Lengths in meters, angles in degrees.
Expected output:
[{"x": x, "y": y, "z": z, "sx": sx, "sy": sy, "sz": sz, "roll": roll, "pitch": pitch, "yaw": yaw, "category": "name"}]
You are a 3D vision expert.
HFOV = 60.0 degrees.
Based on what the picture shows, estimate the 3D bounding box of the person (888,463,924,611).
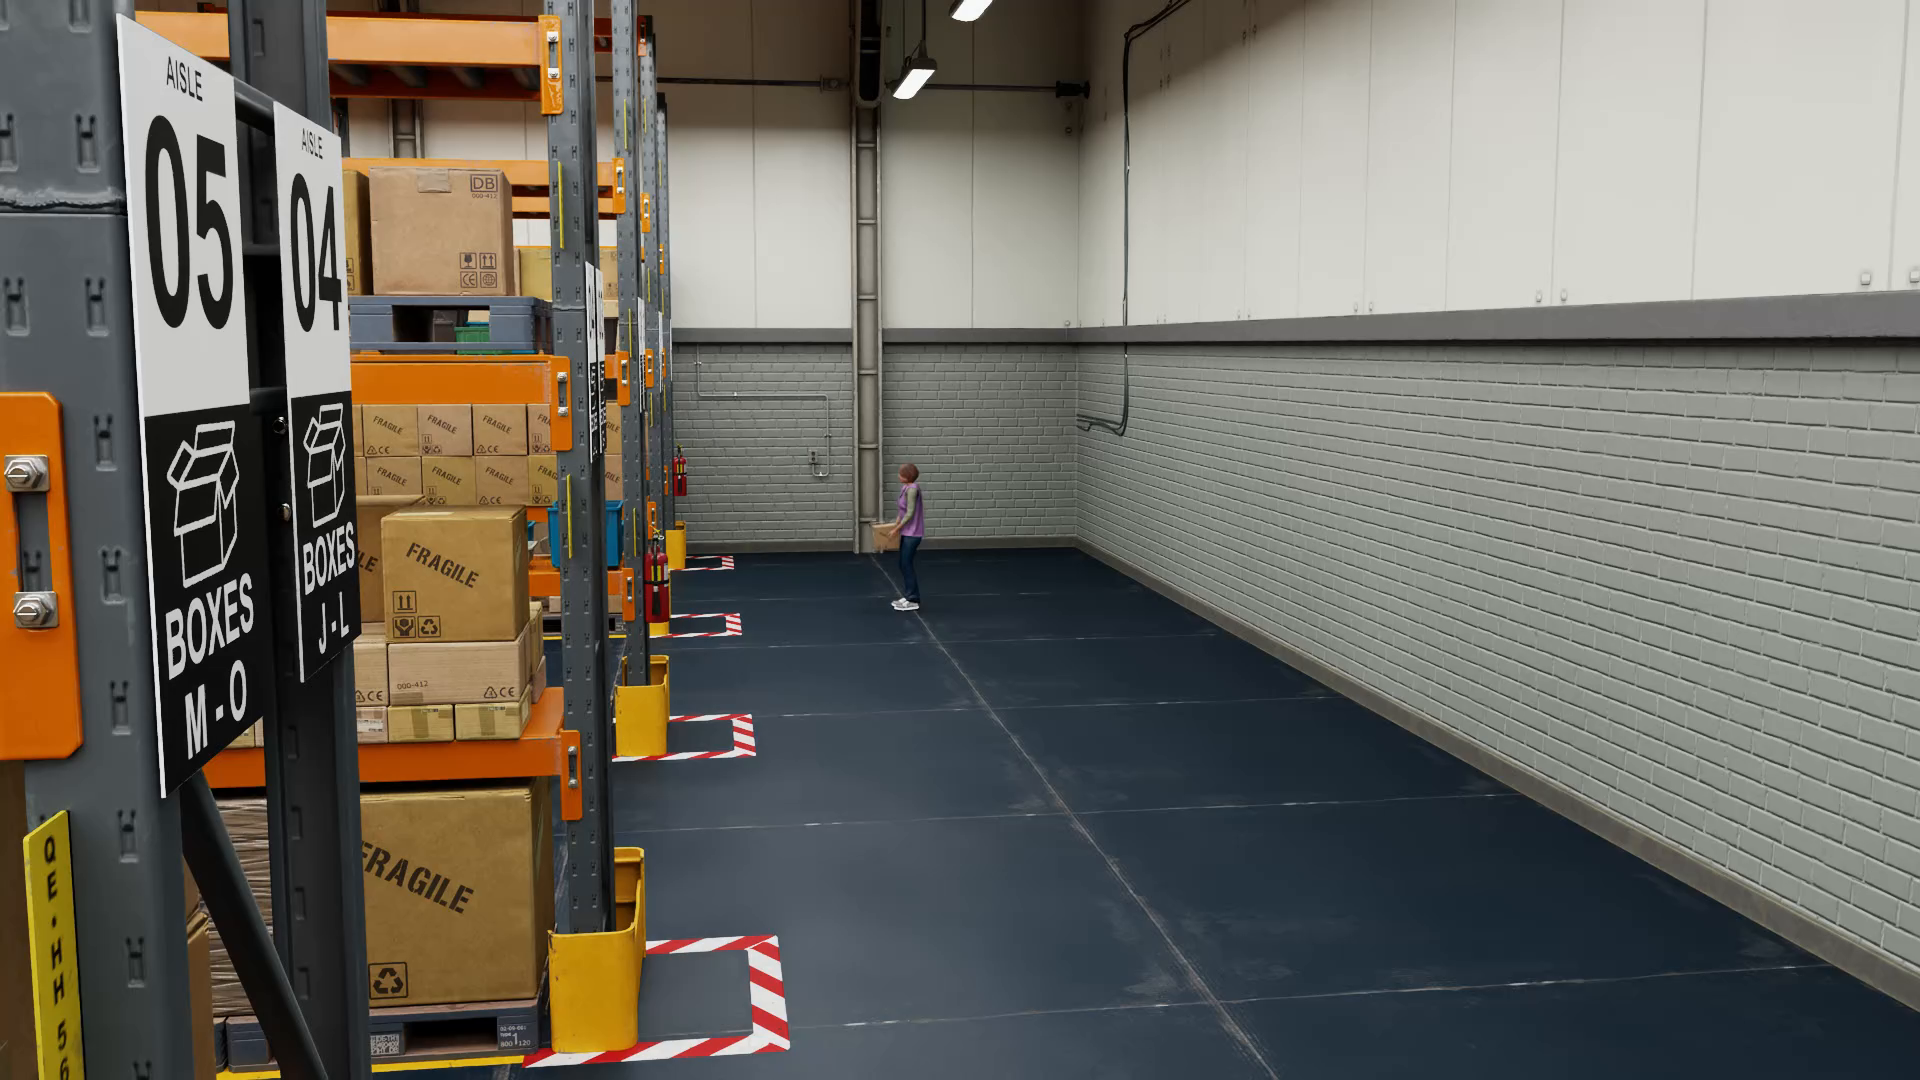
[{"x": -0.600, "y": -0.043, "z": 18.100, "sx": 0.411, "sy": 1.603, "sz": 0.444, "roll": -1, "pitch": 7, "yaw": -10, "category": "person"}]
